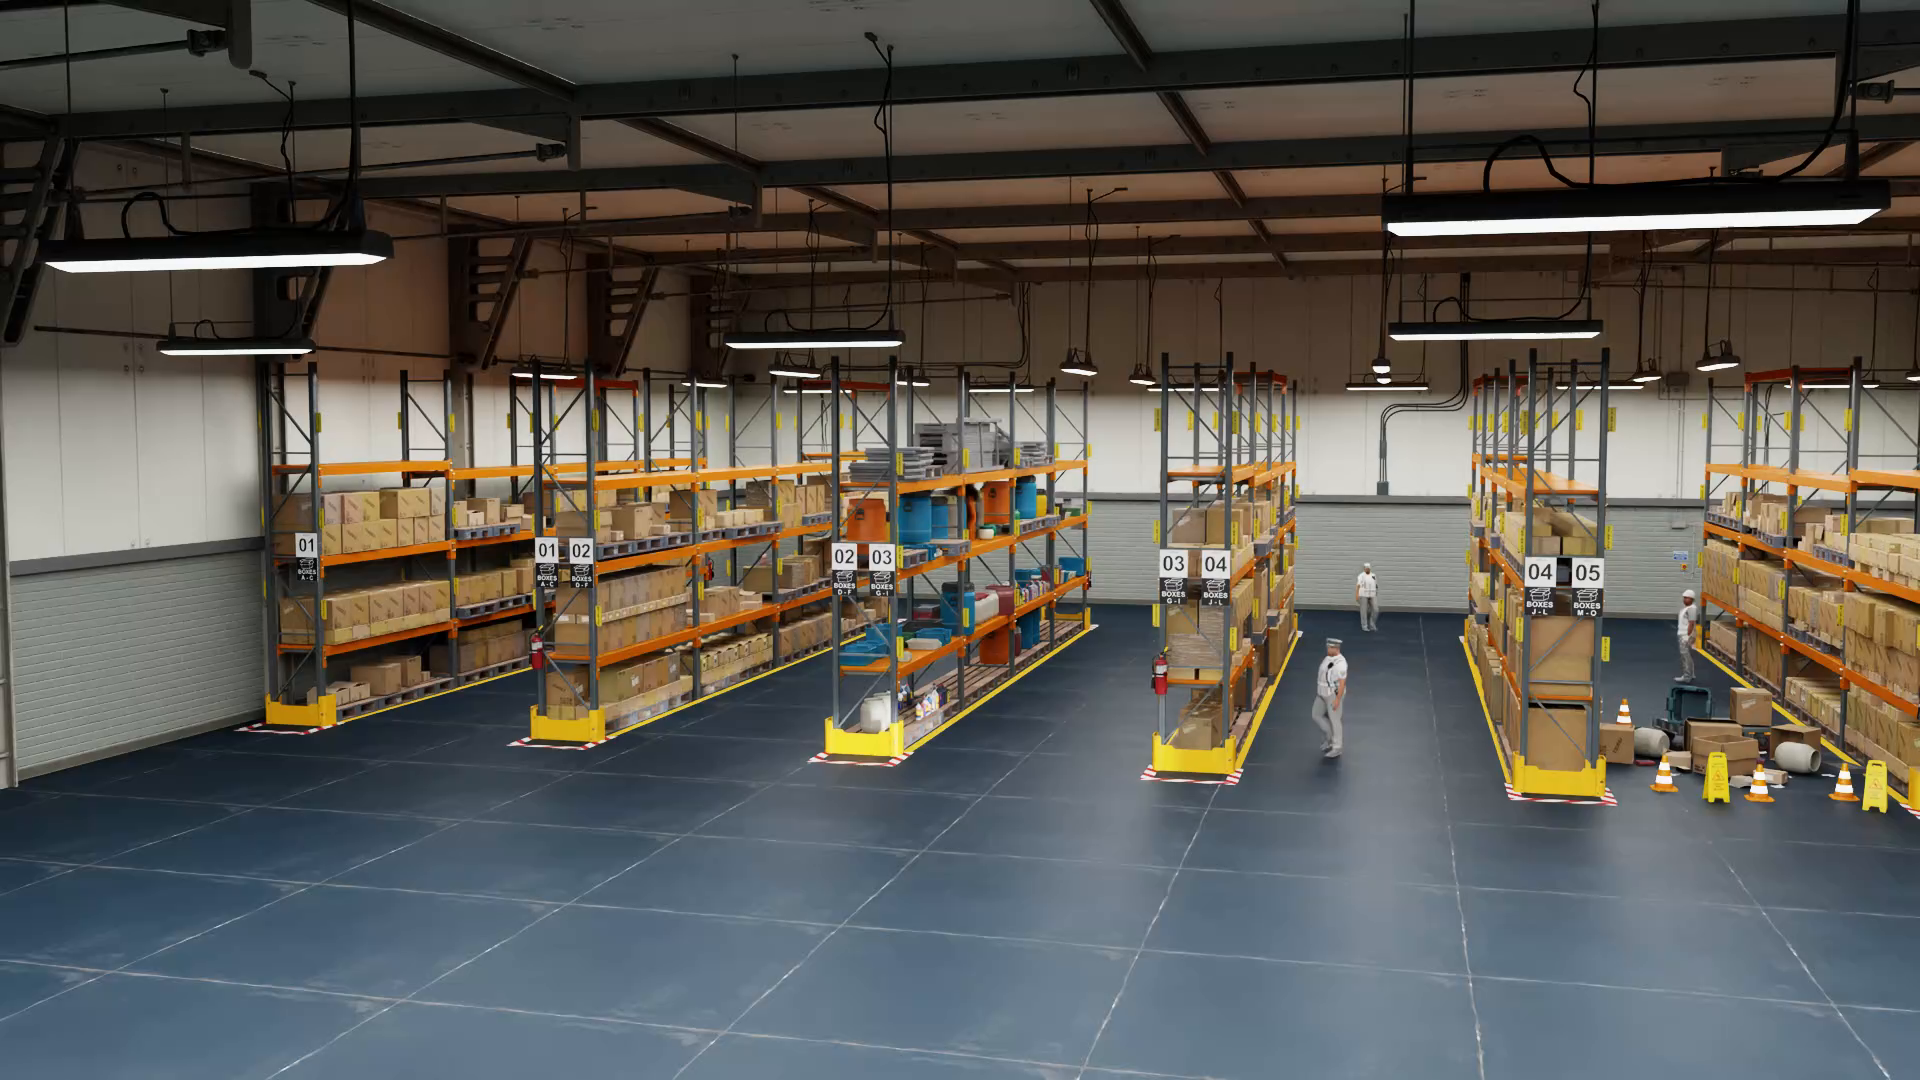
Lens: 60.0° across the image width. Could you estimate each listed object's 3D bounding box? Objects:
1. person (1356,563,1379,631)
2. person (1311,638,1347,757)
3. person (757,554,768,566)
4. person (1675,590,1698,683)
[{"bbox_3d":[9.806,1.368,40.004,0.604,1.659,0.403,-1,4,-10],"label":"person"},{"bbox_3d":[5.611,2.360,25.124,0.486,1.768,0.628,-2,4,-24],"label":"person"},{"bbox_3d":[-4.743,1.240,40.957,0.512,1.789,0.626,2,5,28],"label":"person"},{"bbox_3d":[14.033,1.868,32.121,0.467,1.809,0.602,3,5,40],"label":"person"}]
